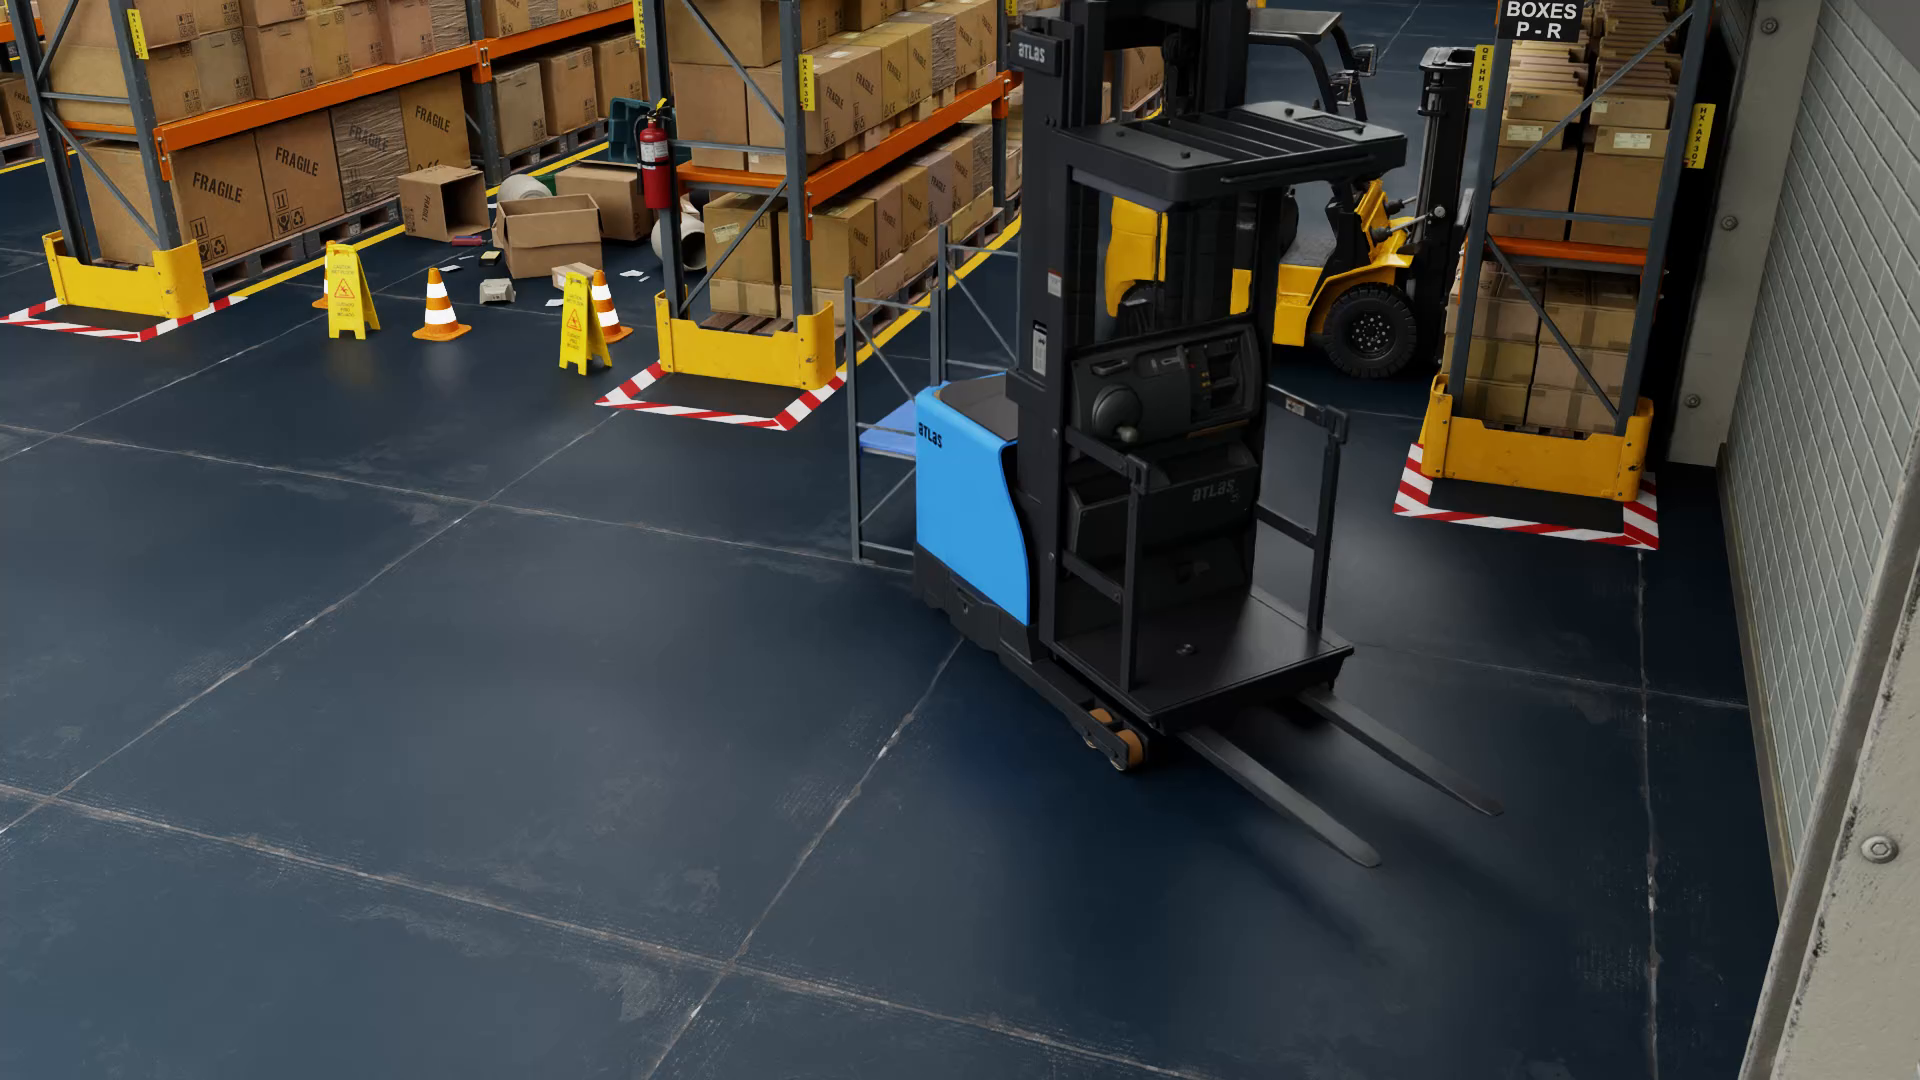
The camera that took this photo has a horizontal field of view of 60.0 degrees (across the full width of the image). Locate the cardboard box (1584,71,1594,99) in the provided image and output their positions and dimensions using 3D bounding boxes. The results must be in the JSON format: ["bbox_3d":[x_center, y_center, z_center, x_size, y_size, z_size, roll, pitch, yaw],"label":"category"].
[{"bbox_3d":[4.353,-2.767,10.909,0.500,0.500,0.500,8,27,16],"label":"cardboard box"}]

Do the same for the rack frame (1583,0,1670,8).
[{"bbox_3d":[4.577,-3.361,12.250,1.000,3.000,0.127,9,27,17],"label":"rack frame"}]

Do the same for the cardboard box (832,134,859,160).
[{"bbox_3d":[-0.892,-2.635,11.039,0.380,0.149,0.250,8,27,16],"label":"cardboard box"}]

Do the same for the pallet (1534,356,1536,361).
[{"bbox_3d":[3.869,-1.282,11.156,1.003,0.211,1.213,9,27,17],"label":"pallet"}]

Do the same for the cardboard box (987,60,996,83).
[{"bbox_3d":[0.076,-3.790,13.424,0.380,0.149,0.250,8,27,17],"label":"cardboard box"}]

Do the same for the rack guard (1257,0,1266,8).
[{"bbox_3d":[3.897,-7.896,24.483,1.175,0.500,0.348,9,27,17],"label":"rack guard"}]

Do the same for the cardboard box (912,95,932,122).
[{"bbox_3d":[-0.424,-3.160,12.123,0.380,0.149,0.250,9,27,18],"label":"cardboard box"}]

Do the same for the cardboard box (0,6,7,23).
[{"bbox_3d":[-9.476,-5.077,16.082,0.380,0.149,0.250,9,27,17],"label":"cardboard box"}]

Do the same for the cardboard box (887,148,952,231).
[{"bbox_3d":[-0.385,-2.667,12.629,0.500,0.500,0.500,10,28,20],"label":"cardboard box"}]

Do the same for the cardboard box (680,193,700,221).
[{"bbox_3d":[-2.400,-2.825,14.280,0.258,0.266,0.396,-9,27,-18],"label":"cardboard box"}]

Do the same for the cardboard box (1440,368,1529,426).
[{"bbox_3d":[3.105,-0.908,9.856,0.500,0.250,0.500,9,27,18],"label":"cardboard box"}]

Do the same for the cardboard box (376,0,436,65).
[{"bbox_3d":[-5.079,-4.441,14.307,0.875,0.550,0.550,9,27,17],"label":"cardboard box"}]

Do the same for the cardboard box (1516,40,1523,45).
[{"bbox_3d":[3.870,-3.316,10.956,0.380,0.149,0.250,8,27,17],"label":"cardboard box"}]

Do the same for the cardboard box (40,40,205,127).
[{"bbox_3d":[-6.057,-3.338,12.031,0.875,0.550,0.550,9,27,17],"label":"cardboard box"}]

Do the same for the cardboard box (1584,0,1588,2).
[{"bbox_3d":[5.110,-4.601,13.951,0.380,0.149,0.250,9,27,17],"label":"cardboard box"}]

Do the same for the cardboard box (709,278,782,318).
[{"bbox_3d":[-1.412,-1.768,11.633,0.500,0.250,0.500,9,27,17],"label":"cardboard box"}]

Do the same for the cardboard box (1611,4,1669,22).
[{"bbox_3d":[4.756,-3.657,11.660,0.380,0.149,0.250,9,27,18],"label":"cardboard box"}]

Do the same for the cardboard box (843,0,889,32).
[{"bbox_3d":[-0.926,-3.922,11.805,0.700,0.500,0.500,9,27,17],"label":"cardboard box"}]

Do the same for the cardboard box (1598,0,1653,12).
[{"bbox_3d":[5.185,-4.125,12.967,0.380,0.149,0.250,8,27,17],"label":"cardboard box"}]

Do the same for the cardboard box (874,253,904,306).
[{"bbox_3d":[-0.730,-1.887,11.879,0.500,0.250,0.500,10,27,19],"label":"cardboard box"}]

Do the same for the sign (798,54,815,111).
[{"bbox_3d":[-0.924,-2.747,9.987,0.100,0.325,0.005,9,27,17],"label":"sign"}]

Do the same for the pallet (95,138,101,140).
[{"bbox_3d":[-9.192,-4.582,17.970,1.003,0.211,1.213,9,27,17],"label":"pallet"}]

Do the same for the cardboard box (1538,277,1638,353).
[{"bbox_3d":[3.585,-1.289,9.496,0.500,0.250,0.500,8,27,17],"label":"cardboard box"}]

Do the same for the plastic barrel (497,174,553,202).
[{"bbox_3d":[-3.737,-2.907,14.269,0.421,0.421,0.512,-14,29,-27],"label":"plastic barrel"}]

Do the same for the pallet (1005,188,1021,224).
[{"bbox_3d":[0.153,-3.144,15.002,1.003,0.211,1.213,9,27,17],"label":"pallet"}]

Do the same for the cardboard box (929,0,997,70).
[{"bbox_3d":[-0.018,-4.040,13.195,0.500,0.500,0.500,8,27,16],"label":"cardboard box"}]

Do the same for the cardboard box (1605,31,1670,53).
[{"bbox_3d":[4.300,-3.135,10.583,0.380,0.149,0.250,8,27,17],"label":"cardboard box"}]

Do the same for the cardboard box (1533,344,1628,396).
[{"bbox_3d":[3.599,-1.057,9.590,0.500,0.250,0.500,9,27,18],"label":"cardboard box"}]

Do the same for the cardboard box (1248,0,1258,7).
[{"bbox_3d":[3.763,-7.761,23.795,0.875,0.438,0.875,8,27,16],"label":"cardboard box"}]

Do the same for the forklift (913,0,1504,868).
[{"bbox_3d":[0.960,-0.606,6.639,1.130,2.935,3.031,-15,29,-27],"label":"forklift"}]

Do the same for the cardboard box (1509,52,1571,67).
[{"bbox_3d":[3.416,-2.798,9.886,0.380,0.149,0.250,9,27,19],"label":"cardboard box"}]

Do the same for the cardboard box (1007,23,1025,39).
[{"bbox_3d":[0.377,-4.337,14.071,0.380,0.149,0.250,9,27,18],"label":"cardboard box"}]

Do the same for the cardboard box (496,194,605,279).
[{"bbox_3d":[-3.239,-2.401,13.131,0.797,0.503,0.637,-9,27,-18],"label":"cardboard box"}]

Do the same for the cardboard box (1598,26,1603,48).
[{"bbox_3d":[4.713,-3.529,11.737,0.380,0.149,0.250,9,27,17],"label":"cardboard box"}]

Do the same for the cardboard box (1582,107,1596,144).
[{"bbox_3d":[3.626,-2.267,9.130,0.380,0.149,0.250,9,27,17],"label":"cardboard box"}]

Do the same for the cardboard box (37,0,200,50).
[{"bbox_3d":[-5.977,-3.812,11.770,0.875,0.550,0.550,9,27,17],"label":"cardboard box"}]

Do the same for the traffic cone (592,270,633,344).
[{"bbox_3d":[-2.509,-1.658,11.642,0.336,0.463,0.334,9,27,17],"label":"traffic cone"}]

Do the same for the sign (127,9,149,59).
[{"bbox_3d":[-5.616,-3.454,11.358,0.100,0.325,0.005,9,27,17],"label":"sign"}]

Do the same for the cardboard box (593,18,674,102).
[{"bbox_3d":[-3.763,-5.339,18.434,1.050,0.750,0.750,8,27,17],"label":"cardboard box"}]

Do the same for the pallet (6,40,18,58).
[{"bbox_3d":[-13.084,-6.311,21.542,1.003,0.211,1.213,9,27,17],"label":"pallet"}]

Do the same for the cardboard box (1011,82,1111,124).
[{"bbox_3d":[1.029,-4.499,17.133,0.950,0.372,0.625,7,27,14],"label":"cardboard box"}]

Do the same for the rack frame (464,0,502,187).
[{"bbox_3d":[-4.806,-4.756,15.130,1.000,3.000,0.127,9,27,17],"label":"rack frame"}]

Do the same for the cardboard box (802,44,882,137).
[{"bbox_3d":[-0.847,-2.982,11.011,0.500,0.500,0.500,10,27,19],"label":"cardboard box"}]

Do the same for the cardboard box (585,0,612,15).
[{"bbox_3d":[-3.872,-5.599,16.757,0.500,0.500,0.500,9,27,18],"label":"cardboard box"}]

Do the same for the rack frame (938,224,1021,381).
[{"bbox_3d":[0.117,-0.930,8.950,0.500,1.500,0.032,12,28,23],"label":"rack frame"}]

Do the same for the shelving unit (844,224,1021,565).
[{"bbox_3d":[-0.101,-0.730,8.537,0.538,1.500,1.048,12,28,23],"label":"shelving unit"}]

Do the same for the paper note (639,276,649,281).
[{"bbox_3d":[-2.454,-2.032,12.936,0.032,0.001,0.123,9,27,17],"label":"paper note"}]

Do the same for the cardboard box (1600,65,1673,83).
[{"bbox_3d":[3.849,-2.608,9.494,0.380,0.149,0.250,9,27,18],"label":"cardboard box"}]
